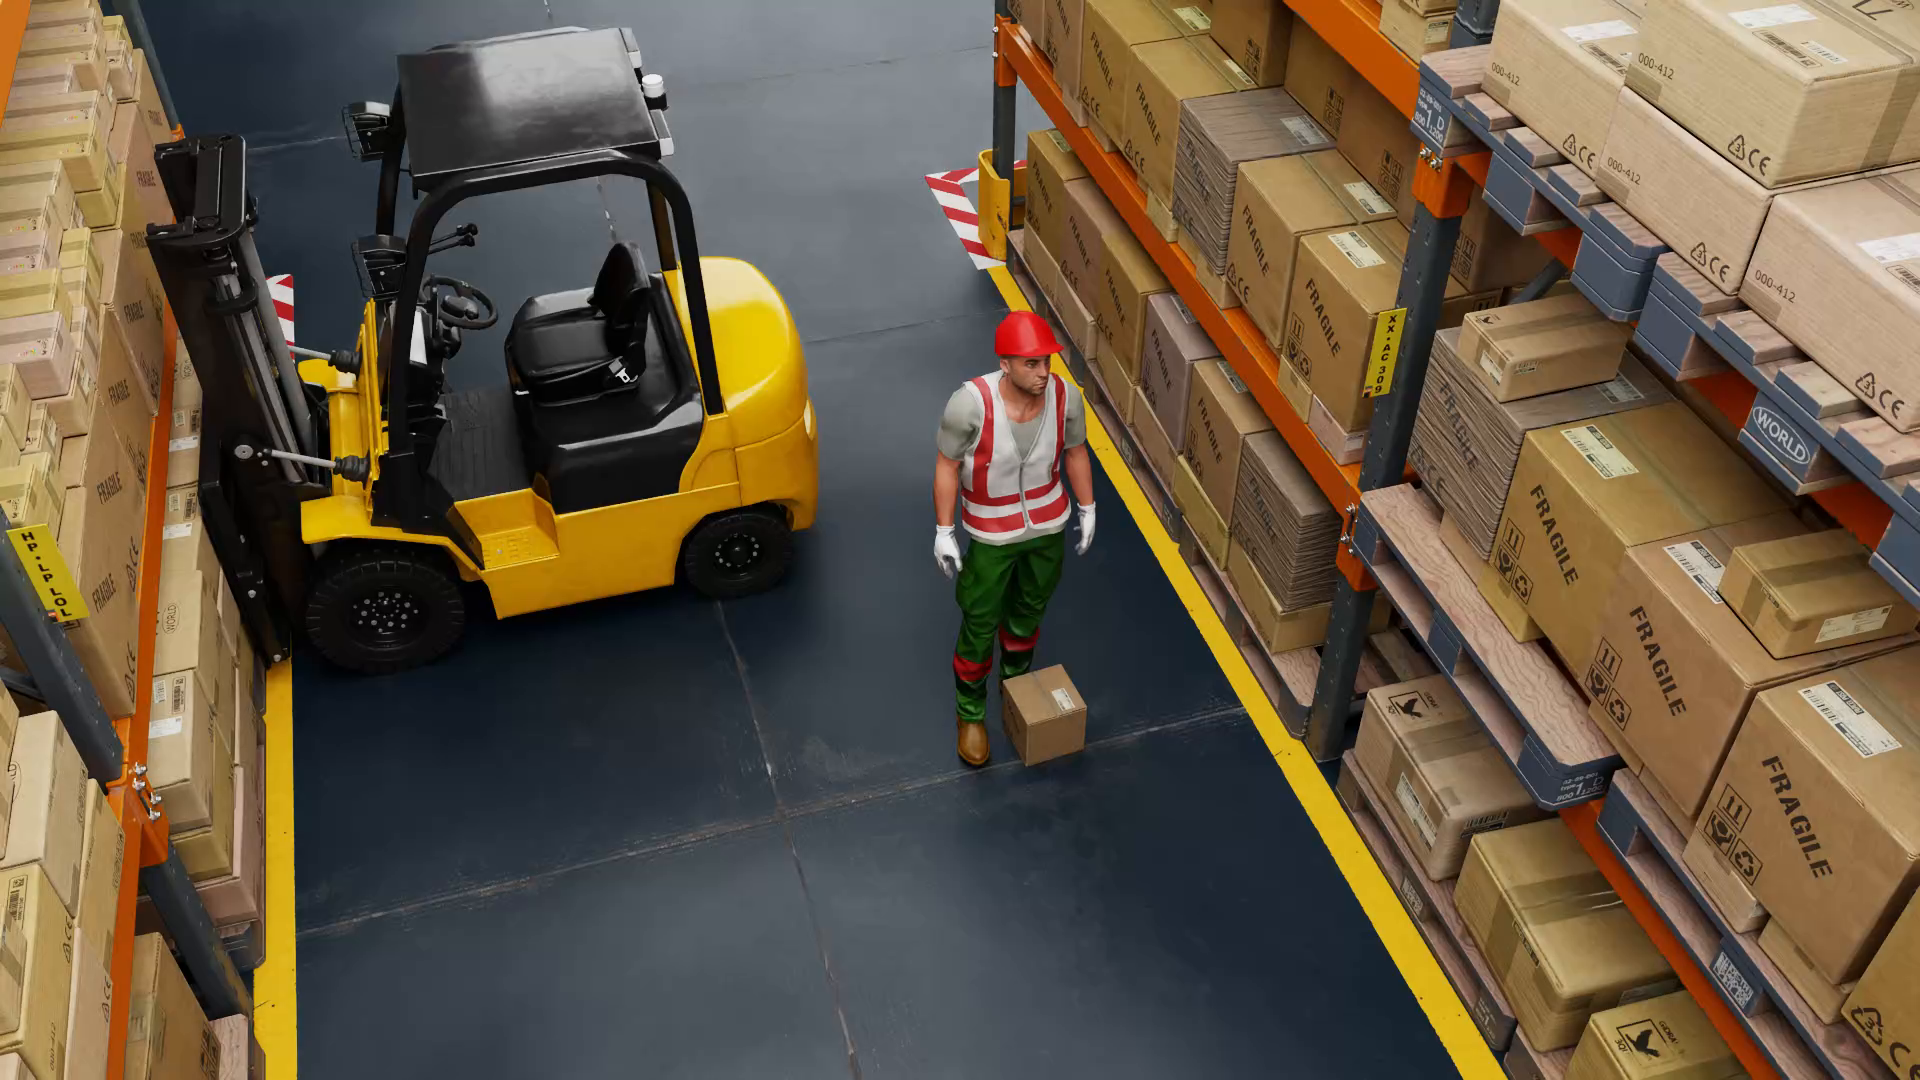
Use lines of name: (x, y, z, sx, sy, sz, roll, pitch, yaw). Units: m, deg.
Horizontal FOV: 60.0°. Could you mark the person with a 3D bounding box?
person: (0.223, -0.002, 6.130, 0.637, 1.790, 0.562, -13, 43, -14)
